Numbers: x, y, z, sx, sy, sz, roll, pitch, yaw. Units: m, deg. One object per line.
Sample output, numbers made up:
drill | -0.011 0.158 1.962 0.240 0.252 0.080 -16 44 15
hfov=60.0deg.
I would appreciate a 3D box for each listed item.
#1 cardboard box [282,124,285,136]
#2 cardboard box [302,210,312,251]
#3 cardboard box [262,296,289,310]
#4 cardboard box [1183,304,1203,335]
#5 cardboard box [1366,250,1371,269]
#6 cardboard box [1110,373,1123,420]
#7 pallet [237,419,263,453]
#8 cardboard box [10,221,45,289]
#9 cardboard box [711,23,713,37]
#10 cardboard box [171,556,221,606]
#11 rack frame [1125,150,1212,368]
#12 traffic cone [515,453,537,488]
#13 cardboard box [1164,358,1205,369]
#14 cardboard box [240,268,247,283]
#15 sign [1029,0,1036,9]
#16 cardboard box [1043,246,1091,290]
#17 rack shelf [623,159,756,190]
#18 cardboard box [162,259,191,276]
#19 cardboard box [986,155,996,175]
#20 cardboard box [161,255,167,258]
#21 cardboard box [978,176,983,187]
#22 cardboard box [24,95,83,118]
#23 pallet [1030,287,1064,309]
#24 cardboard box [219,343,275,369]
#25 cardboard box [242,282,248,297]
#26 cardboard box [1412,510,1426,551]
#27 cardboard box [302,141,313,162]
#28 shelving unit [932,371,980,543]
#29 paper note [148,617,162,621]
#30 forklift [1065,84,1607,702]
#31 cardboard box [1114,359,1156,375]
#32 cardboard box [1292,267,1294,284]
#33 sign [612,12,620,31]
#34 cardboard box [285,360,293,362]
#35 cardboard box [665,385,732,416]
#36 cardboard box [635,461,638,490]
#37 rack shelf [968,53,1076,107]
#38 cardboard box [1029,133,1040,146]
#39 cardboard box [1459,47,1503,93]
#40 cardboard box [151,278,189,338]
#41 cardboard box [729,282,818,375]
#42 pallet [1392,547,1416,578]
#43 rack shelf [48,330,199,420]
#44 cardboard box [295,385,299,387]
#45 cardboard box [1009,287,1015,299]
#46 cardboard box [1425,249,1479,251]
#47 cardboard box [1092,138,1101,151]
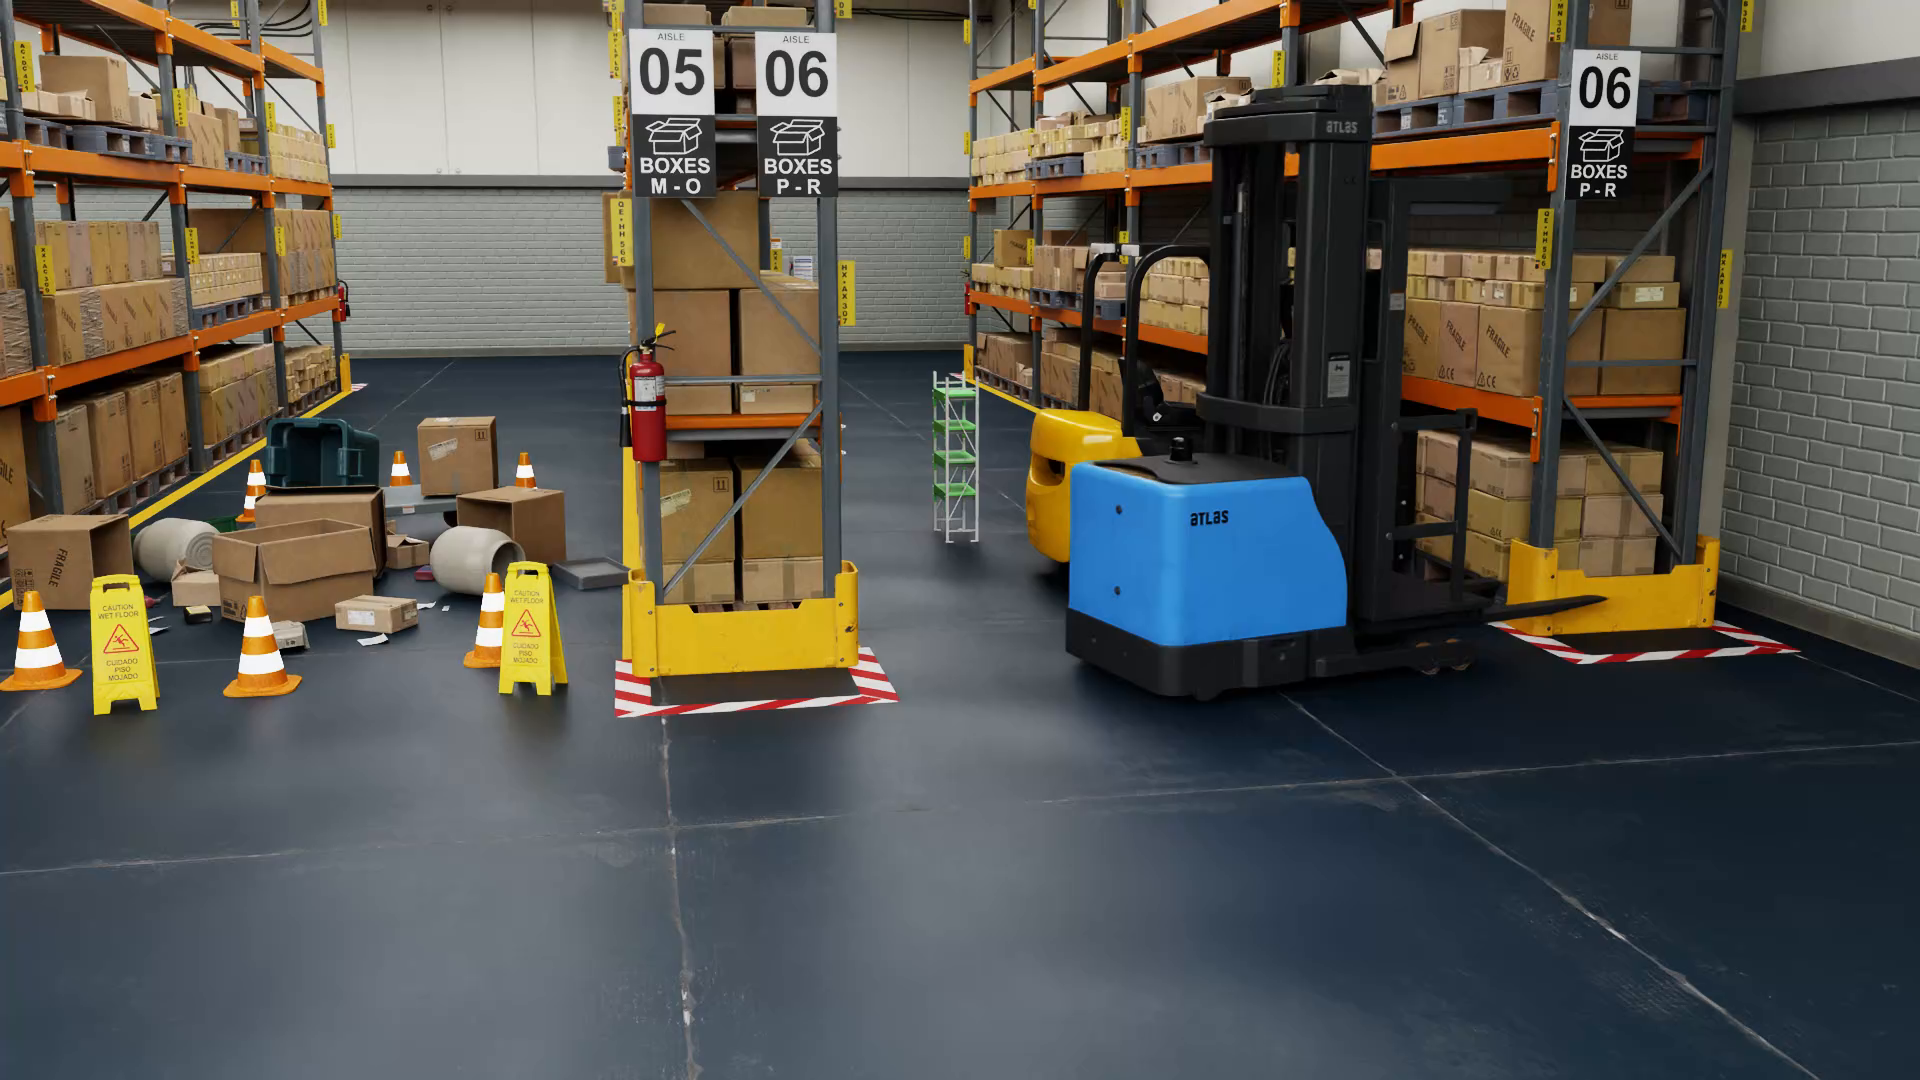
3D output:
cardboard box | -8.305 -4.904 19.915 0.380 0.149 0.250 -2 11 -13
cardboard box | -8.416 -3.870 20.768 0.500 0.500 0.500 -3 11 -13
cardboard box | -8.019 -2.750 19.293 0.380 0.149 0.250 -2 11 -9
cardboard box | 2.342 -2.010 15.134 0.500 0.250 0.500 -2 11 -9
cardboard box | 2.970 -1.978 11.768 0.380 0.149 0.250 -2 11 -12
cardboard box | 1.904 -1.504 17.636 0.500 0.500 0.500 -2 11 -9
pallet | -7.892 -1.073 17.267 1.003 0.211 1.213 -2 11 -11
cardboard box | -6.832 -1.973 11.600 0.700 0.500 0.500 -2 11 -12
cardboard box | -1.550 -2.743 9.105 0.380 0.149 0.250 -2 11 -11
cardboard box | -4.588 0.249 10.177 0.396 0.266 0.258 0 11 -1
rack frame | 2.197 -2.456 17.075 1.000 3.000 0.127 -2 11 -11
traffic cone | -3.508 -0.471 13.433 0.336 0.463 0.334 -2 11 -11
cardboard box | 2.401 -1.859 17.771 0.380 0.149 0.250 -2 11 -8
cardboard box | -7.859 -2.829 17.789 0.380 0.149 0.250 -2 11 -13
sign | 0.883 -6.618 20.188 0.100 0.325 0.005 -2 11 -11
cardboard box | 1.394 -3.253 19.873 0.700 0.500 0.500 -2 11 -10
rack shelf | -2.282 -3.028 13.983 1.077 0.370 4.000 -2 11 -11
cardboard box | -7.408 -2.544 15.495 0.380 0.149 0.250 -2 11 -11
cardboard box | 0.665 -5.191 23.029 0.500 0.250 0.500 -2 11 -13
cardboard box | -8.407 -2.858 17.150 0.380 0.149 0.250 -2 11 -9
cardboard box | 0.475 -5.206 24.175 0.380 0.149 0.250 -2 11 -10
cardboard box | -6.747 -3.214 12.320 0.380 0.149 0.250 -2 11 -11
pallet | 1.467 -2.944 20.157 1.003 0.211 1.213 -2 11 -11
cardboard box | -7.892 -2.029 18.389 0.500 0.250 0.500 -2 11 -13
cardboard box | -7.868 -2.687 17.842 0.380 0.149 0.250 -3 11 -14
cardboard box | 3.175 -0.102 10.941 0.500 0.250 0.500 -2 11 -10
cardboard box | -8.526 -4.925 21.094 0.500 0.250 0.500 -2 11 -10
shelving unit | -0.032 -0.620 12.244 0.258 1.200 0.503 -2 11 -11
paper note | -4.720 0.464 9.734 0.032 0.001 0.123 4 11 18
forklift | 2.112 -0.829 8.715 3.031 2.935 1.130 -5 12 -25
cardboard box | 1.852 -1.834 17.636 0.380 0.149 0.250 -3 11 -14
cardboard box | 2.779 -2.022 12.793 0.380 0.149 0.250 -2 11 -12
sign | -4.773 -7.206 23.069 0.100 0.325 0.005 -2 11 -11
cardboard box | -8.242 -2.075 19.989 0.380 0.149 0.250 -2 11 -12
cardboard box | -1.398 -0.744 8.757 0.380 0.149 0.250 -2 11 -9
cardboard box | -2.044 -0.647 11.796 0.500 0.500 0.500 -2 11 -8
rack shelf | 1.030 -6.148 22.363 1.077 0.370 4.000 -2 11 -11
cardboard box | 1.047 -4.870 20.225 0.380 0.149 0.250 -2 11 -9
cardboard box | 3.244 -2.839 10.035 0.396 0.266 0.258 -2 11 -11
cardboard box | -7.156 -2.052 14.688 0.500 0.500 0.500 -2 11 -11
cardboard box | -1.039 -1.194 9.385 0.500 0.500 0.500 -2 11 -9
pallet | 3.329 0.019 11.529 1.003 0.211 1.213 -2 11 -11
rack shelf | -7.118 -1.356 13.220 1.077 0.370 4.000 -2 11 -11
cardboard box | -8.192 -1.786 20.060 0.380 0.149 0.250 -2 11 -11
cardboard box | 0.861 -3.304 22.203 0.380 0.149 0.250 -2 11 -12
cardboard box | 3.547 -2.001 11.888 0.380 0.149 0.250 -2 11 -12
cardboard box | 1.667 -4.344 18.312 0.380 0.149 0.250 -2 11 -9
